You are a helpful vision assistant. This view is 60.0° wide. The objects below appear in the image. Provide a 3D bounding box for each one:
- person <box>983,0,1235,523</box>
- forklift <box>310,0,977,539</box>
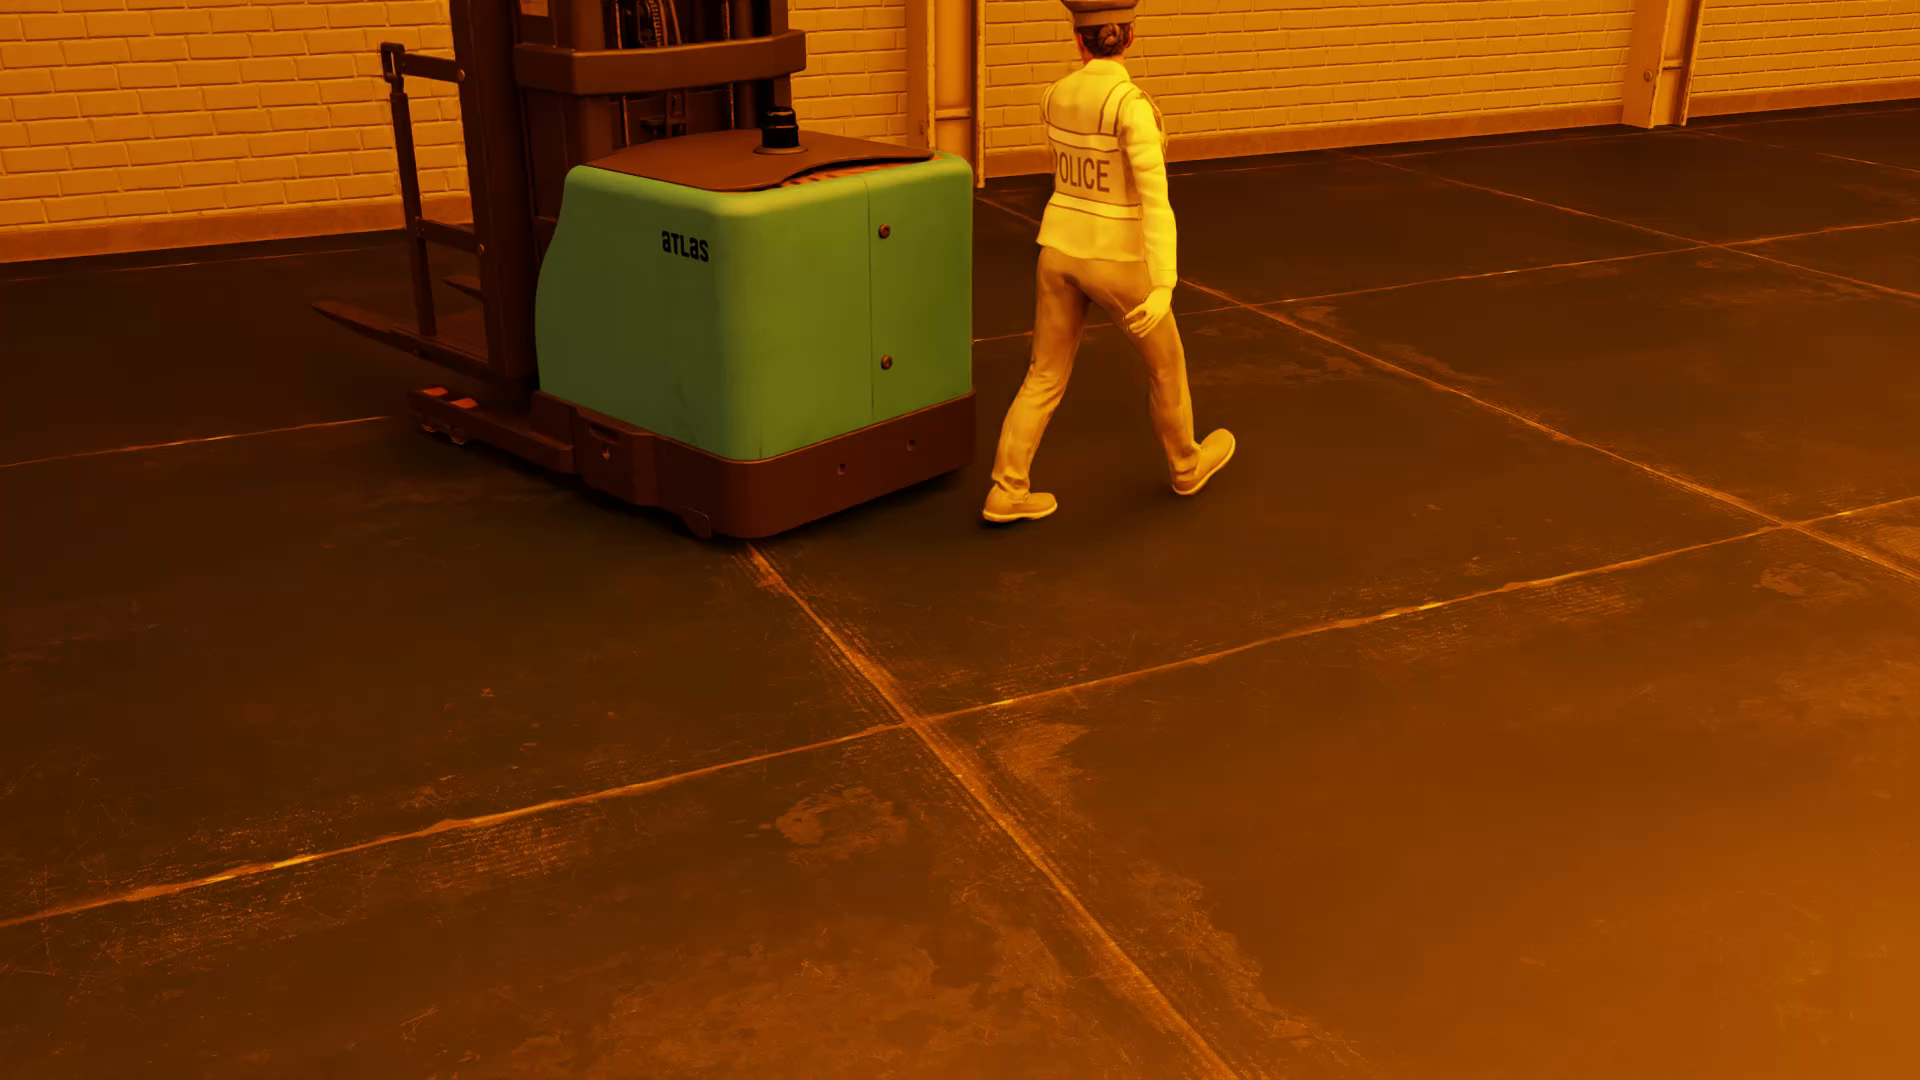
[{"bbox_3d":[0.512,-0.853,5.081,0.884,1.605,0.605,-21,30,-41],"label":"person"},{"bbox_3d":[-1.361,-1.819,5.665,3.031,2.935,1.130,20,30,39],"label":"forklift"}]
